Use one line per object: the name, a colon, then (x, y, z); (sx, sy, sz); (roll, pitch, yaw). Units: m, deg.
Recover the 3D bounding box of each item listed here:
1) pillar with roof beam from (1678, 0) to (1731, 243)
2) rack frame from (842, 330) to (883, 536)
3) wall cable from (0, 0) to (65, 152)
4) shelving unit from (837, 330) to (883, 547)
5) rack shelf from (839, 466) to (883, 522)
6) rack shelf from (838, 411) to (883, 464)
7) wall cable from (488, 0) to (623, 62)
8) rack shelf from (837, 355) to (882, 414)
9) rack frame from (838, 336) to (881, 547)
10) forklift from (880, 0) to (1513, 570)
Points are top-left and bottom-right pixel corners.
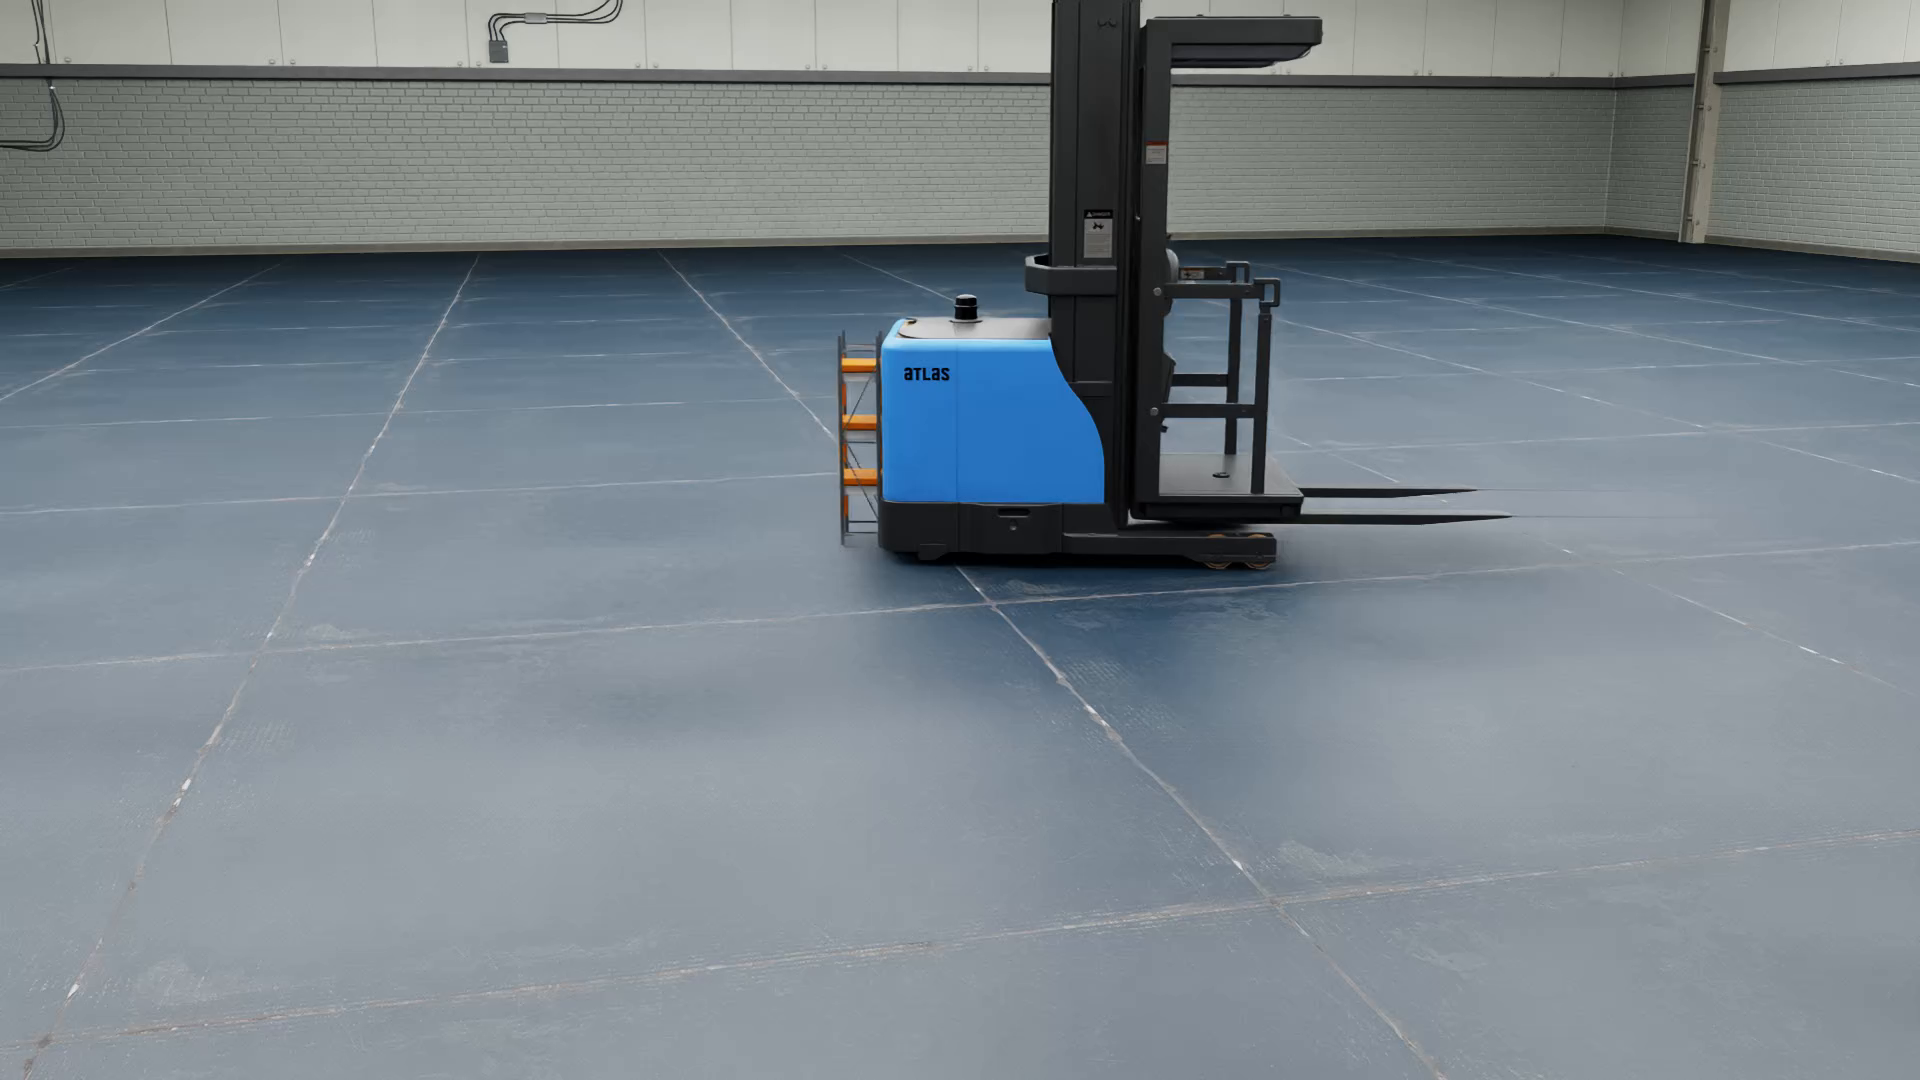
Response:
pillar with roof beam: (9.671, -9.765, 29.436); (9.100, 9.000, 0.400); (-3, 14, -13)
rack frame: (-0.487, -0.532, 8.394); (0.200, 1.050, 0.008); (0, 14, 1)
wall cable: (-16.170, -7.494, 26.683); (3.097, 2.526, 0.112); (-3, 14, -13)
shelving unit: (-0.489, -0.503, 8.276); (0.215, 1.050, 0.252); (0, 14, 1)
rack shelf: (-0.489, -0.223, 8.344); (0.215, 0.259, 0.240); (0, 14, 1)
rack shelf: (-0.489, -0.493, 8.278); (0.215, 0.259, 0.240); (0, 14, 1)
wall cable: (-6.939, -11.180, 28.062); (2.305, 6.003, 0.169); (-3, 14, -13)
rack shelf: (-0.489, -0.769, 8.211); (0.215, 0.259, 0.240); (0, 14, 1)
rack frame: (-0.491, -0.475, 8.157); (0.200, 1.050, 0.008); (0, 14, 1)
forklift: (1.146, -1.412, 8.033); (3.031, 2.935, 1.130); (0, 14, 2)
